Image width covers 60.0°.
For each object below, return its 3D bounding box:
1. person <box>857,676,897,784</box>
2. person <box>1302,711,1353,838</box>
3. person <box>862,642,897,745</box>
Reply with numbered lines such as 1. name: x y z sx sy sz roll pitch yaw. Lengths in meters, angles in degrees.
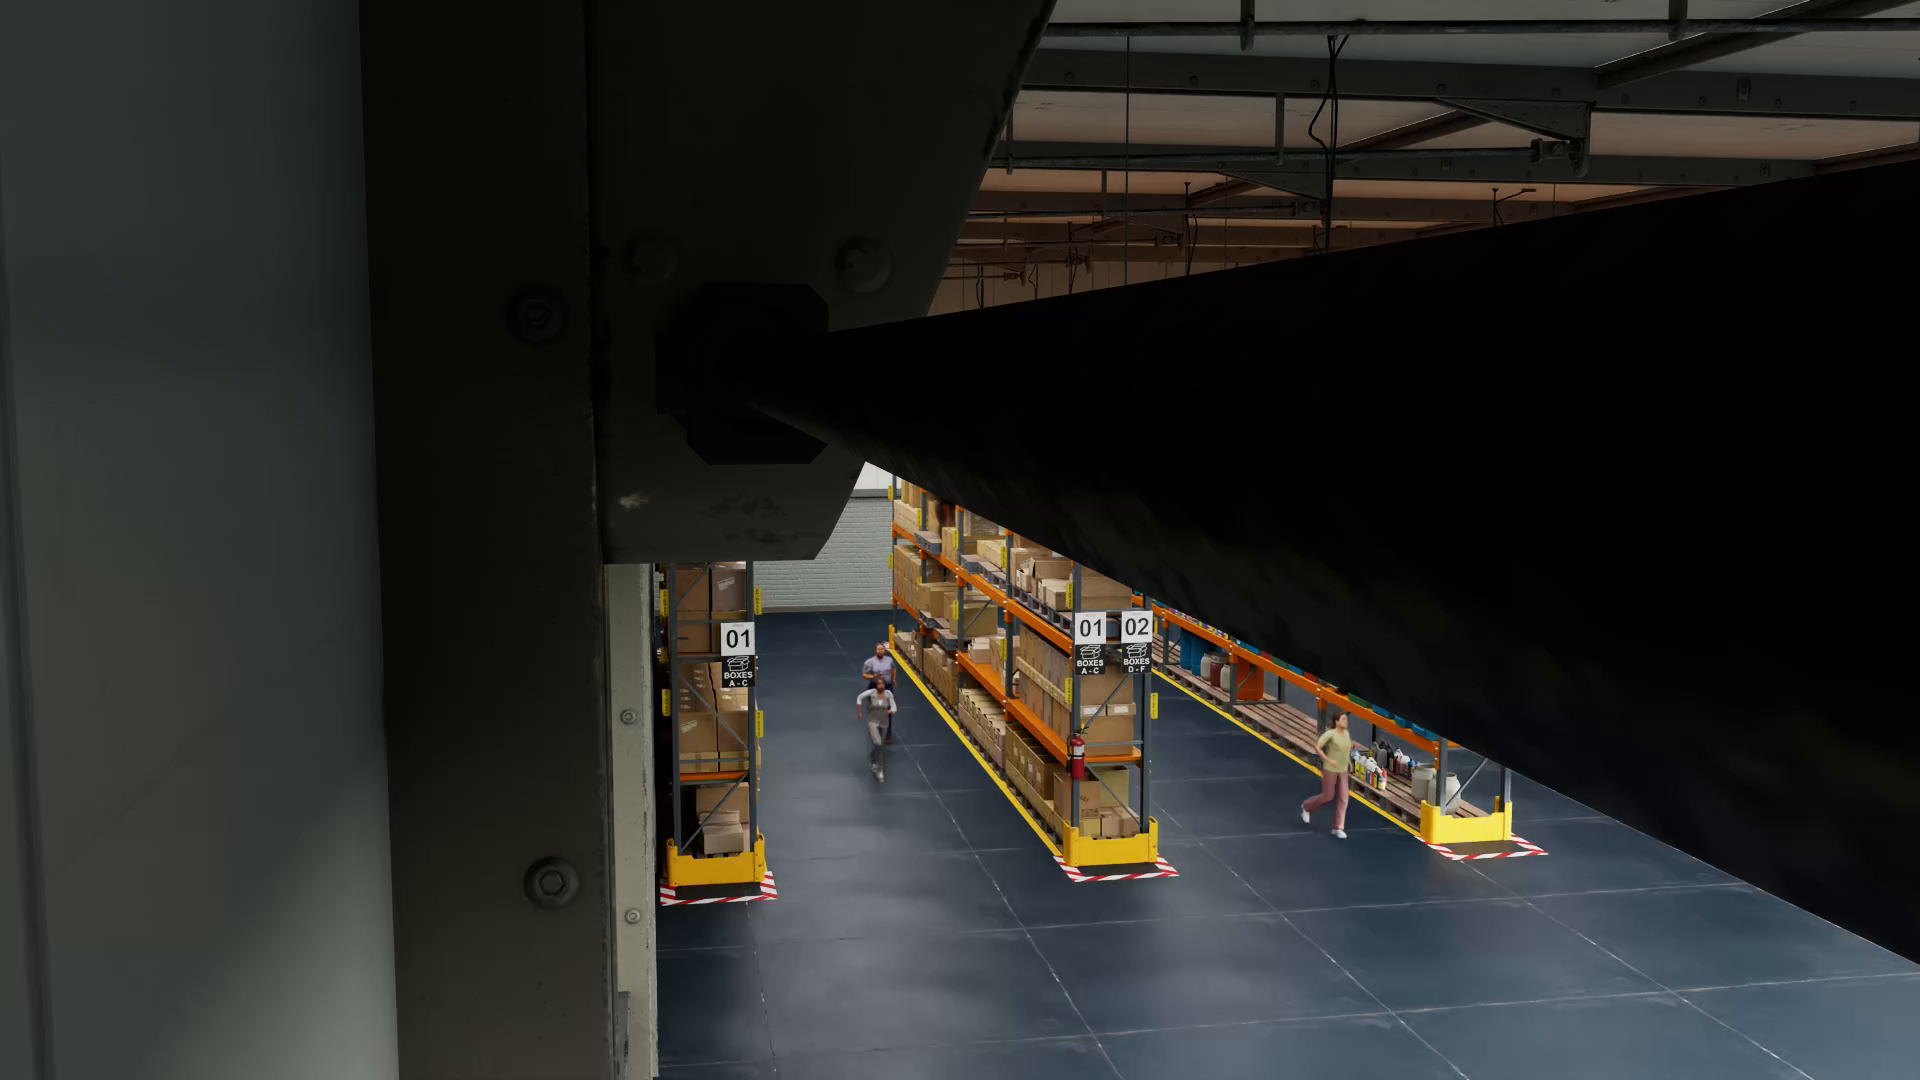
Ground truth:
1. person: -1.247 2.828 25.130 0.555 1.615 0.784 -2 6 -16
2. person: 5.067 3.101 22.348 0.636 1.623 0.885 -3 7 -27
3. person: -1.327 2.523 27.646 0.607 1.610 0.941 -1 6 -12
